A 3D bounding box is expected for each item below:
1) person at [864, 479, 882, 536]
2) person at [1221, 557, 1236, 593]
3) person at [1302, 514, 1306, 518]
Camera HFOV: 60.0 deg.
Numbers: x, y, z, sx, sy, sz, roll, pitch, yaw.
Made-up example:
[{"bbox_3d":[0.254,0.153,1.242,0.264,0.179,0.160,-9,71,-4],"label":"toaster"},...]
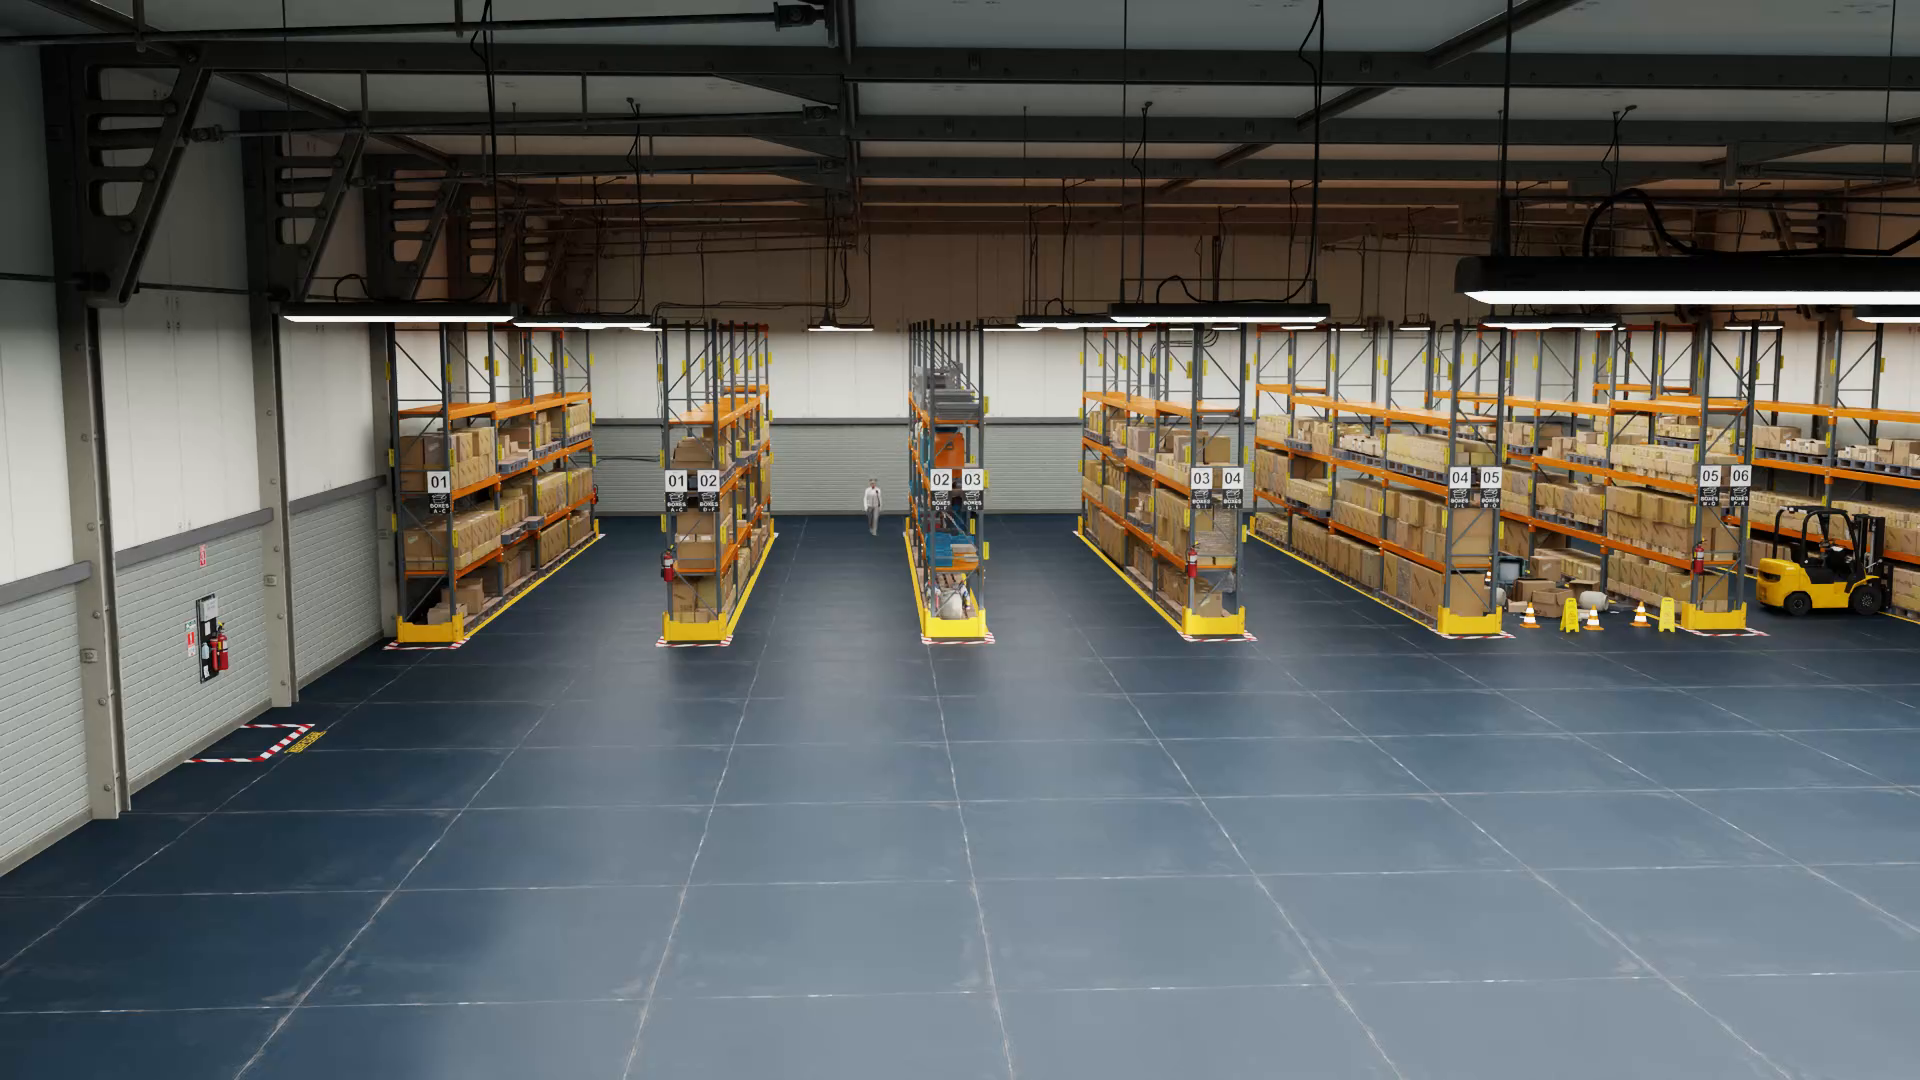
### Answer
[{"bbox_3d":[-2.483,-0.947,47.431,0.508,1.633,0.962,0,7,3],"label":"person"},{"bbox_3d":[6.007,0.337,36.981,0.401,1.672,0.524,1,7,6],"label":"person"},{"bbox_3d":[10.550,-1.284,49.781,0.964,1.725,0.607,-3,8,-21],"label":"person"}]
